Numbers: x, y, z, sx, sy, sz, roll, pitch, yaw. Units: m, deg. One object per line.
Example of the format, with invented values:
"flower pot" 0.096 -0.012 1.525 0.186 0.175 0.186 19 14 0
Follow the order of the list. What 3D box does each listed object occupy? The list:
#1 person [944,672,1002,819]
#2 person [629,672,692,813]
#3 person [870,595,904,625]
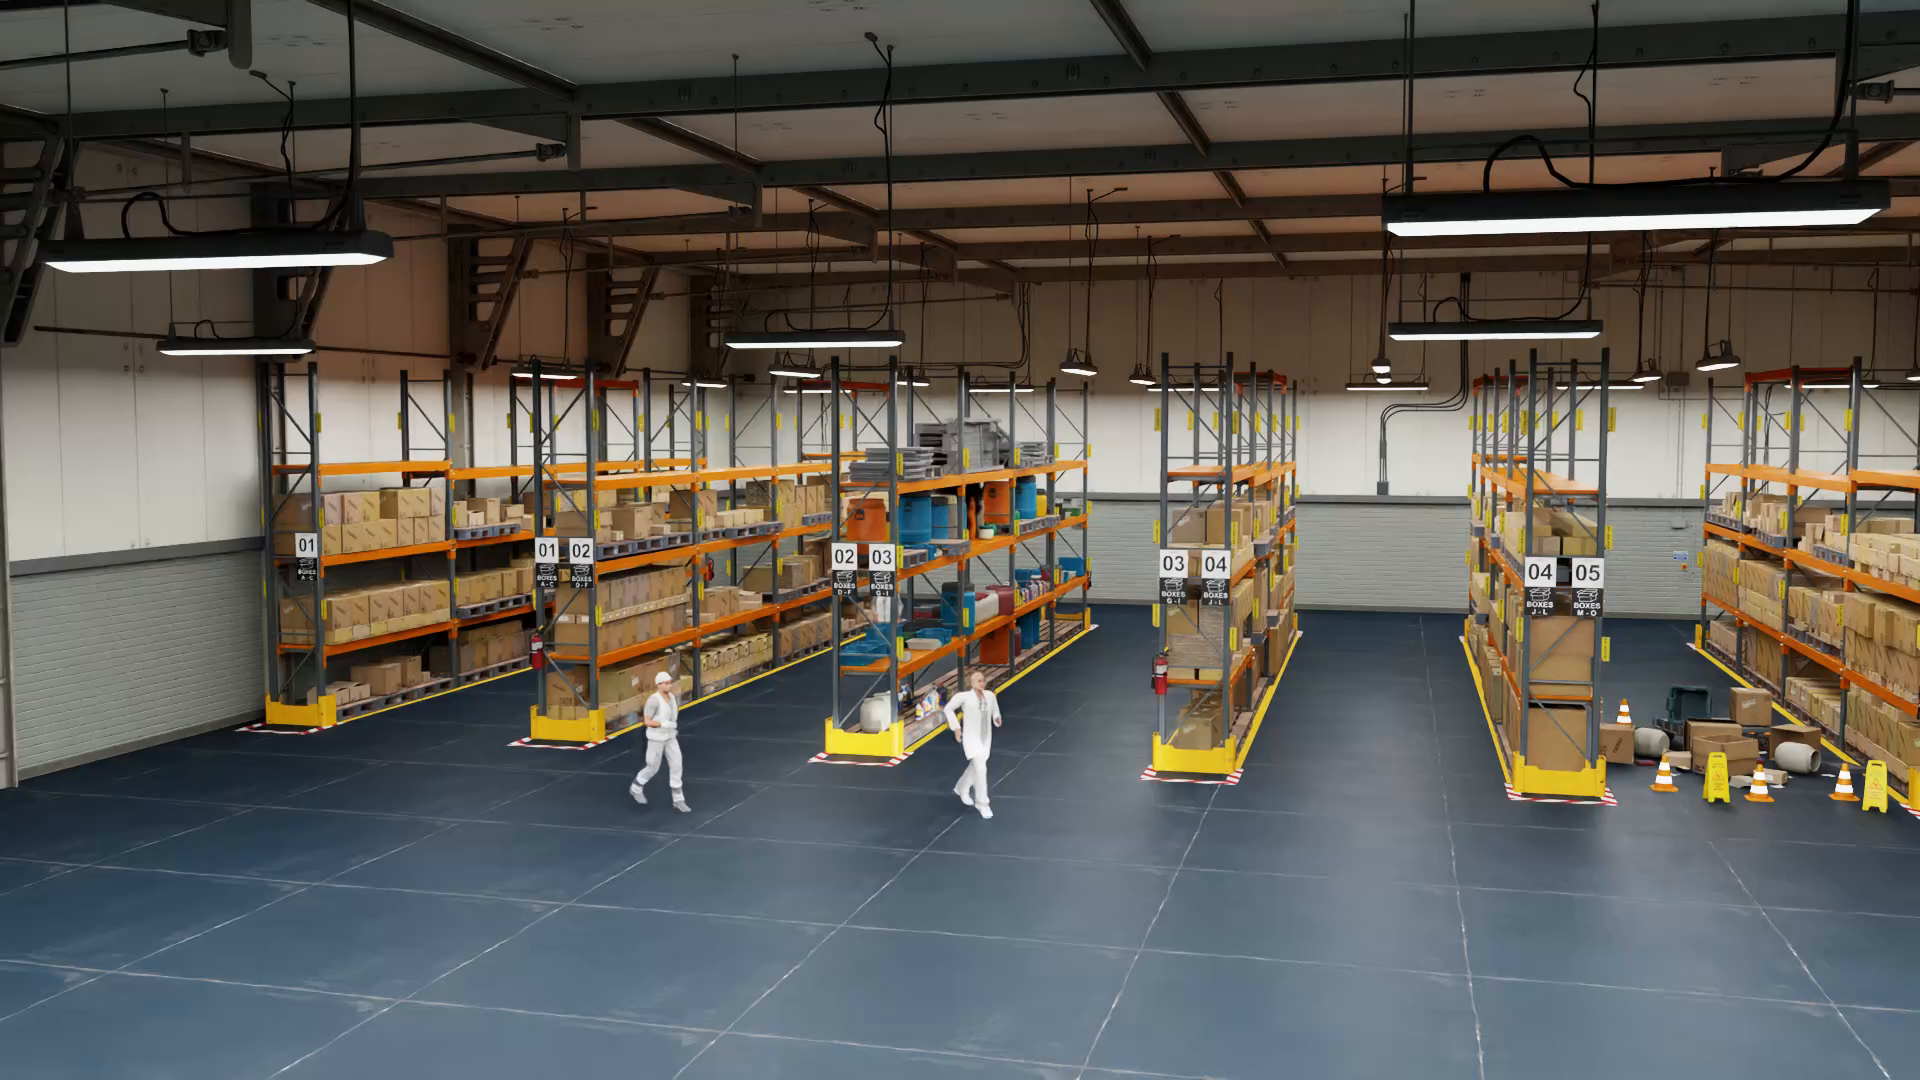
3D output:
"person" 0.203 2.606 21.450 0.694 1.828 0.919 -3 5 -38
"person" -3.894 2.591 21.486 0.917 1.805 0.622 3 5 33
"person" -1.442 1.570 32.485 0.646 1.732 0.559 1 4 9
